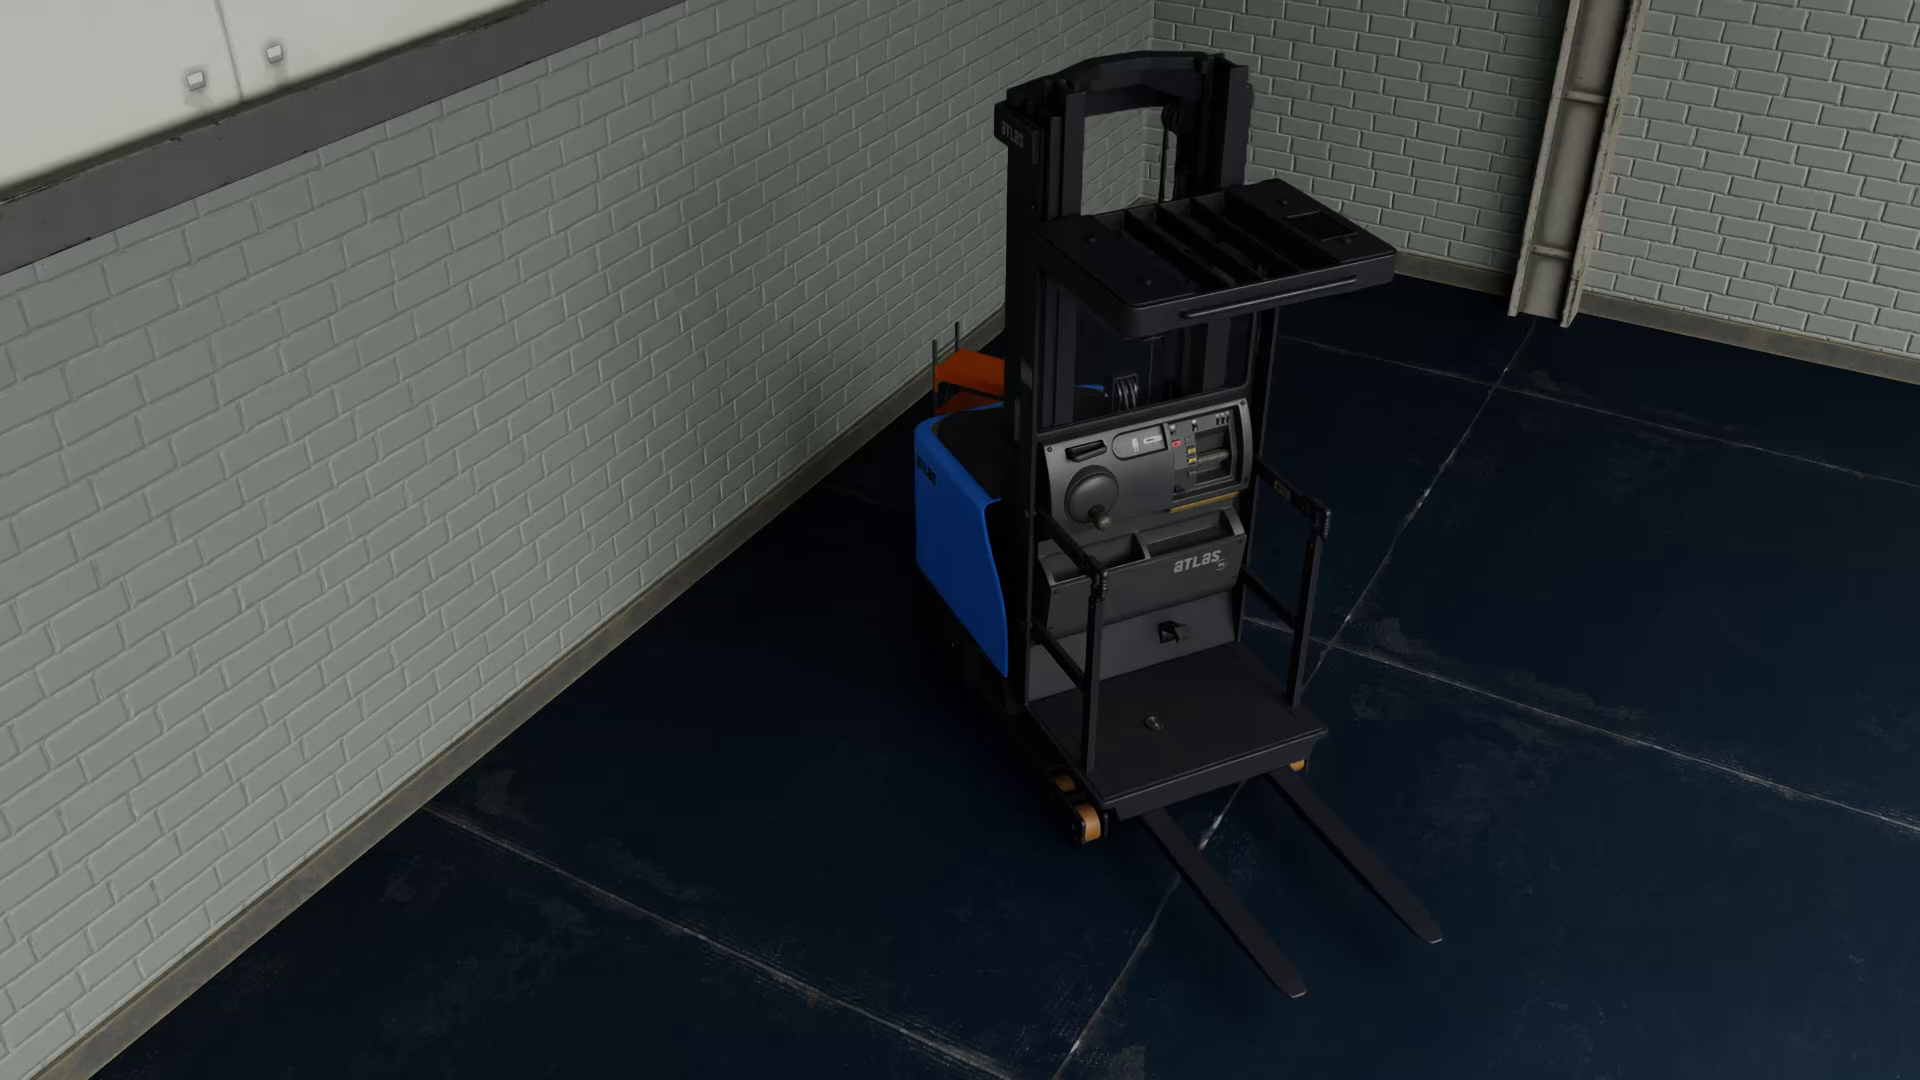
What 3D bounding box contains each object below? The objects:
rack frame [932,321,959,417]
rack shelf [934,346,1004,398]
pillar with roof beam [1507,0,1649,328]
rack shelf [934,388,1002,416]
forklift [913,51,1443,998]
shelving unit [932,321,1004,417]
[{"bbox_3d":[-0.068,-0.521,8.450,0.015,1.200,0.240,18,37,24],"label":"rack frame"},{"bbox_3d":[0.144,-0.781,8.131,0.480,0.148,0.258,18,37,24],"label":"rack shelf"},{"bbox_3d":[1.723,-3.183,5.410,0.400,9.000,9.100,18,37,24],"label":"pillar with roof beam"},{"bbox_3d":[0.144,-0.584,8.262,0.480,0.148,0.258,18,37,24],"label":"rack shelf"},{"bbox_3d":[0.849,-0.247,6.476,1.130,2.935,3.031,-14,36,-20],"label":"forklift"},{"bbox_3d":[0.144,-0.454,8.349,0.503,1.200,0.258,18,37,24],"label":"shelving unit"}]
